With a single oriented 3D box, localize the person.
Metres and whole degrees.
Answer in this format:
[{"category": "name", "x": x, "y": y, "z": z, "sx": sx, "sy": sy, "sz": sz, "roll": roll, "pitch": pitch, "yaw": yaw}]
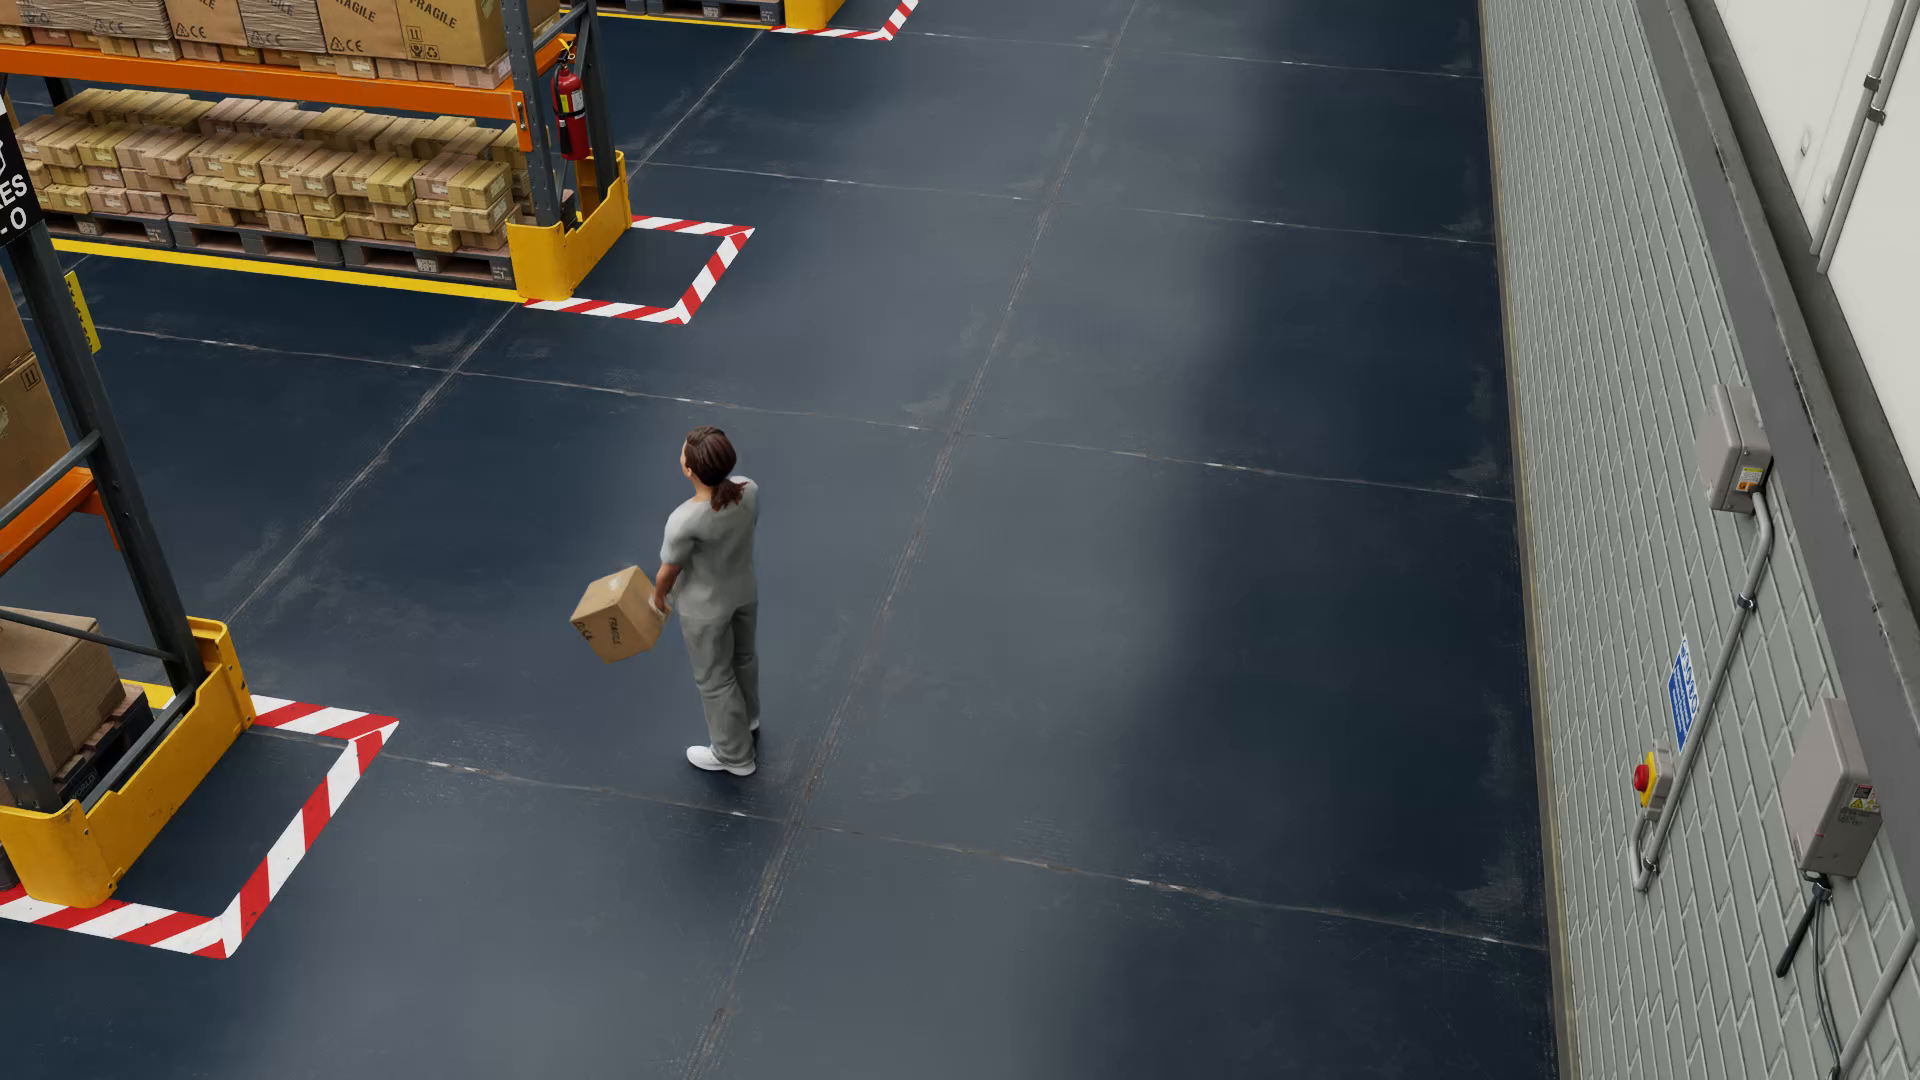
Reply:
[{"category": "person", "x": -1.019, "y": 0.220, "z": 6.662, "sx": 0.549, "sy": 1.670, "sz": 0.484, "roll": 28, "pitch": 45, "yaw": 33}]
